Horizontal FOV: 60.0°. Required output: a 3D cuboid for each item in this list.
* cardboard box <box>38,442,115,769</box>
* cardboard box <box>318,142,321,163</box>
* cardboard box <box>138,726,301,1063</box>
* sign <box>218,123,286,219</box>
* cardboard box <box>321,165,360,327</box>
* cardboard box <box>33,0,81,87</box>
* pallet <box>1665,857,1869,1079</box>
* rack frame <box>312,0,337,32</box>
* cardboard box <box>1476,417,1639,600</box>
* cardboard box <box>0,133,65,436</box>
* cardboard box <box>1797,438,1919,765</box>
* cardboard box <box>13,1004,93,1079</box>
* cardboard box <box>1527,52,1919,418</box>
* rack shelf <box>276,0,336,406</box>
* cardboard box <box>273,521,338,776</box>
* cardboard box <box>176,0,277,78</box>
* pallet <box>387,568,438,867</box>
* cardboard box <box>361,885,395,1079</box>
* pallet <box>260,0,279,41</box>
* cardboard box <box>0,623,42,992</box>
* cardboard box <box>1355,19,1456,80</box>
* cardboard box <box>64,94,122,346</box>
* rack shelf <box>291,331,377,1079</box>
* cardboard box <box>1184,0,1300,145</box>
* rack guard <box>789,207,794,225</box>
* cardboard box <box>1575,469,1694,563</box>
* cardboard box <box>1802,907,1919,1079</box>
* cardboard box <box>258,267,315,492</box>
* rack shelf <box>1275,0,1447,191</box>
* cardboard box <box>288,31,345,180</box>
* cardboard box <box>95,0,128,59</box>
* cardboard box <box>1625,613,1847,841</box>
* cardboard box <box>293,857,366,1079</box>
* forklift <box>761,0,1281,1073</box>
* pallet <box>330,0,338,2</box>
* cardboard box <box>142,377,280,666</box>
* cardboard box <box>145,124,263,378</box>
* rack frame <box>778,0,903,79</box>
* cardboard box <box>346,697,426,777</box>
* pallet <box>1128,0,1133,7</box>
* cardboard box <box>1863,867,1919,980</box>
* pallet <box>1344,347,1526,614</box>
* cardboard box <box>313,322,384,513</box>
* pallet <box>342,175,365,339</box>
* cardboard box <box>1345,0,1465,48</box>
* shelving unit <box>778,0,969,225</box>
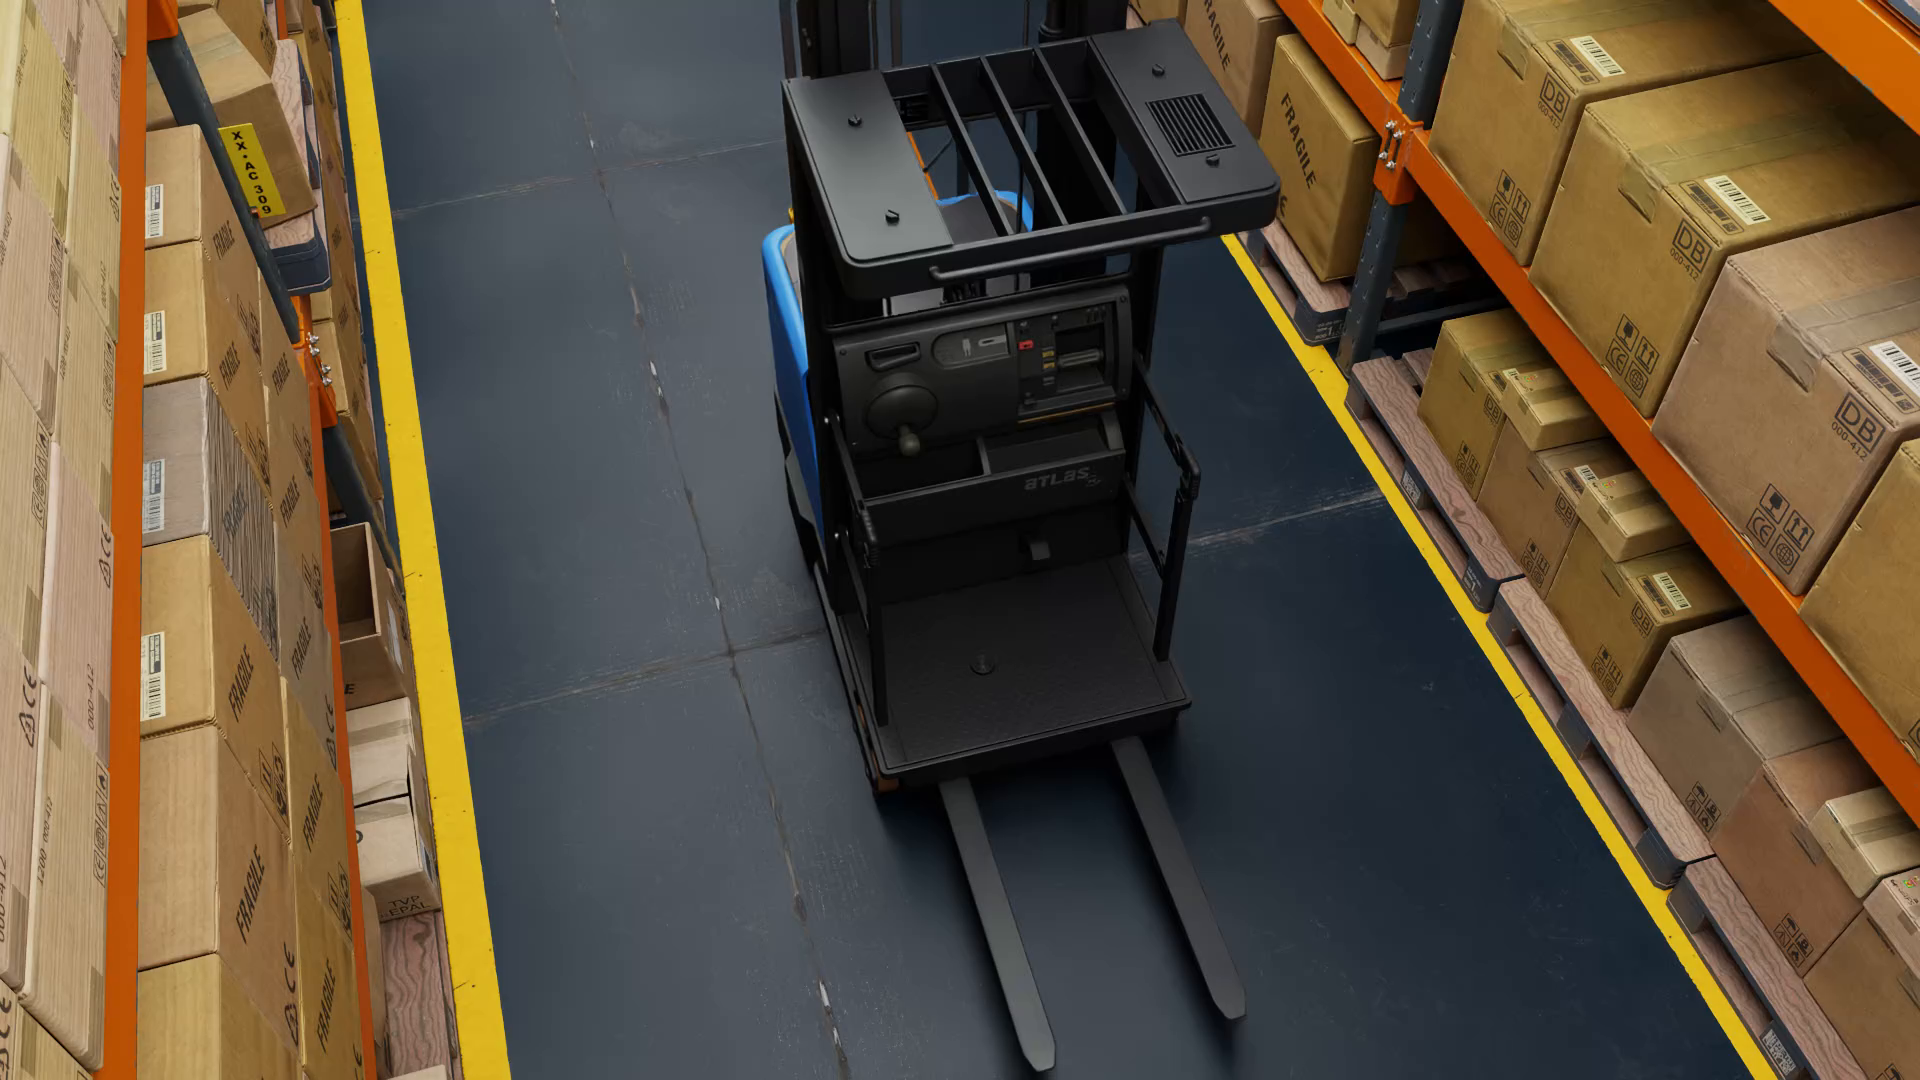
[{"bbox_3d":[-1.627,0.154,2.584,0.500,0.250,0.500,-13,51,-11],"label":"cardboard box"},{"bbox_3d":[-2.971,-1.766,6.923,0.500,0.250,0.500,-14,51,-12],"label":"cardboard box"},{"bbox_3d":[-1.617,0.753,3.223,0.500,0.500,0.500,-13,51,-10],"label":"cardboard box"},{"bbox_3d":[-2.100,-1.091,4.931,0.100,0.325,0.005,-13,51,-11],"label":"sign"},{"bbox_3d":[-2.835,-1.181,6.921,0.500,0.500,0.500,-13,51,-11],"label":"cardboard box"},{"bbox_3d":[-2.068,-1.103,3.317,0.500,0.250,0.500,-13,51,-11],"label":"cardboard box"},{"bbox_3d":[2.987,1.448,5.181,1.003,0.211,1.213,-13,51,-11],"label":"pallet"},{"bbox_3d":[-3.799,-3.605,7.617,1.000,3.000,0.127,-13,51,-11],"label":"rack frame"},{"bbox_3d":[2.384,-0.199,6.105,0.700,0.500,0.500,-14,51,-11],"label":"cardboard box"},{"bbox_3d":[-1.775,-0.372,2.701,0.500,0.250,0.500,-13,51,-11],"label":"cardboard box"},{"bbox_3d":[2.912,0.120,4.281,0.980,0.700,0.700,-14,51,-11],"label":"cardboard box"},{"bbox_3d":[-1.342,0.887,1.966,0.500,0.250,0.500,-13,51,-11],"label":"cardboard box"},{"bbox_3d":[2.471,-0.968,5.198,0.980,0.700,0.700,-14,51,-12],"label":"cardboard box"},{"bbox_3d":[-3.207,-1.912,6.660,1.077,0.370,4.000,-13,51,-11],"label":"rack shelf"},{"bbox_3d":[-1.915,0.343,4.224,0.500,0.500,0.500,-12,51,-10],"label":"cardboard box"},{"bbox_3d":[-2.806,-1.735,5.701,0.700,0.500,0.500,-6,50,-5],"label":"cardboard box"},{"bbox_3d":[-2.414,0.717,5.797,1.003,0.211,1.213,-13,51,-11],"label":"pallet"},{"bbox_3d":[-2.055,1.351,4.784,0.797,0.503,0.637,-13,51,-11],"label":"cardboard box"},{"bbox_3d":[-3.219,-2.123,6.493,1.003,0.211,1.213,-13,51,-11],"label":"pallet"},{"bbox_3d":[-1.477,0.358,2.085,0.500,0.250,0.500,-13,51,-11],"label":"cardboard box"},{"bbox_3d":[1.745,-1.914,6.343,0.380,0.149,0.250,-13,51,-11],"label":"cardboard box"},{"bbox_3d":[-1.924,-0.576,3.199,0.500,0.250,0.500,-13,51,-11],"label":"cardboard box"},{"bbox_3d":[-2.024,1.009,4.197,1.077,0.370,4.000,-13,51,-11],"label":"rack shelf"},{"bbox_3d":[1.533,-2.342,7.684,0.750,0.750,0.750,-12,51,-10],"label":"cardboard box"},{"bbox_3d":[-0.480,-1.440,7.590,0.587,0.250,0.087,-12,51,-10],"label":"rack guard"},{"bbox_3d":[2.320,-0.103,5.600,0.380,0.149,0.250,-15,51,-12],"label":"cardboard box"},{"bbox_3d":[2.996,1.297,4.844,0.700,0.500,0.500,-13,51,-11],"label":"cardboard box"},{"bbox_3d":[-2.223,-0.408,4.857,0.500,0.500,0.500,-13,51,-10],"label":"cardboard box"},{"bbox_3d":[1.524,-3.035,7.607,1.077,0.370,4.000,-13,51,-11],"label":"rack shelf"},{"bbox_3d":[-3.145,-1.933,7.554,0.500,0.500,0.500,-15,51,-12],"label":"cardboard box"},{"bbox_3d":[-2.218,-1.307,3.816,0.500,0.250,0.500,-13,51,-11],"label":"cardboard box"},{"bbox_3d":[2.698,0.565,5.462,0.700,0.500,0.500,-15,51,-12],"label":"cardboard box"},{"bbox_3d":[-1.615,1.079,3.602,0.500,0.500,0.500,-13,51,-11],"label":"cardboard box"},{"bbox_3d":[0.141,-0.408,4.967,1.130,2.935,3.031,-12,51,-10],"label":"forklift"},{"bbox_3d":[-4.005,-3.316,9.197,1.003,0.211,1.213,-13,51,-11],"label":"pallet"},{"bbox_3d":[-1.916,0.015,3.846,0.500,0.500,0.500,-13,51,-11],"label":"cardboard box"},{"bbox_3d":[-2.219,-0.727,4.471,0.500,0.500,0.500,-13,51,-11],"label":"cardboard box"},{"bbox_3d":[-0.485,-1.857,7.124,0.500,1.500,0.032,-12,51,-10],"label":"rack frame"},{"bbox_3d":[-2.008,0.706,5.559,0.380,0.149,0.250,-13,51,-11],"label":"cardboard box"},{"bbox_3d":[1.094,-3.236,9.129,1.003,0.211,1.213,-13,51,-11],"label":"pallet"},{"bbox_3d":[2.784,1.036,4.641,0.380,0.149,0.250,-14,51,-11],"label":"cardboard box"},{"bbox_3d":[2.265,-0.334,6.683,1.003,0.211,1.213,-13,51,-11],"label":"pallet"},{"bbox_3d":[-2.526,-0.428,6.286,0.500,0.500,0.500,-15,52,-13],"label":"cardboard box"},{"bbox_3d":[-3.257,-1.263,7.466,1.003,0.211,1.213,-13,51,-11],"label":"pallet"},{"bbox_3d":[1.738,-2.221,6.177,0.500,0.500,0.500,-14,51,-12],"label":"cardboard box"},{"bbox_3d":[-0.346,-1.476,6.803,0.587,1.500,1.083,-12,51,-10],"label":"shelving unit"}]
